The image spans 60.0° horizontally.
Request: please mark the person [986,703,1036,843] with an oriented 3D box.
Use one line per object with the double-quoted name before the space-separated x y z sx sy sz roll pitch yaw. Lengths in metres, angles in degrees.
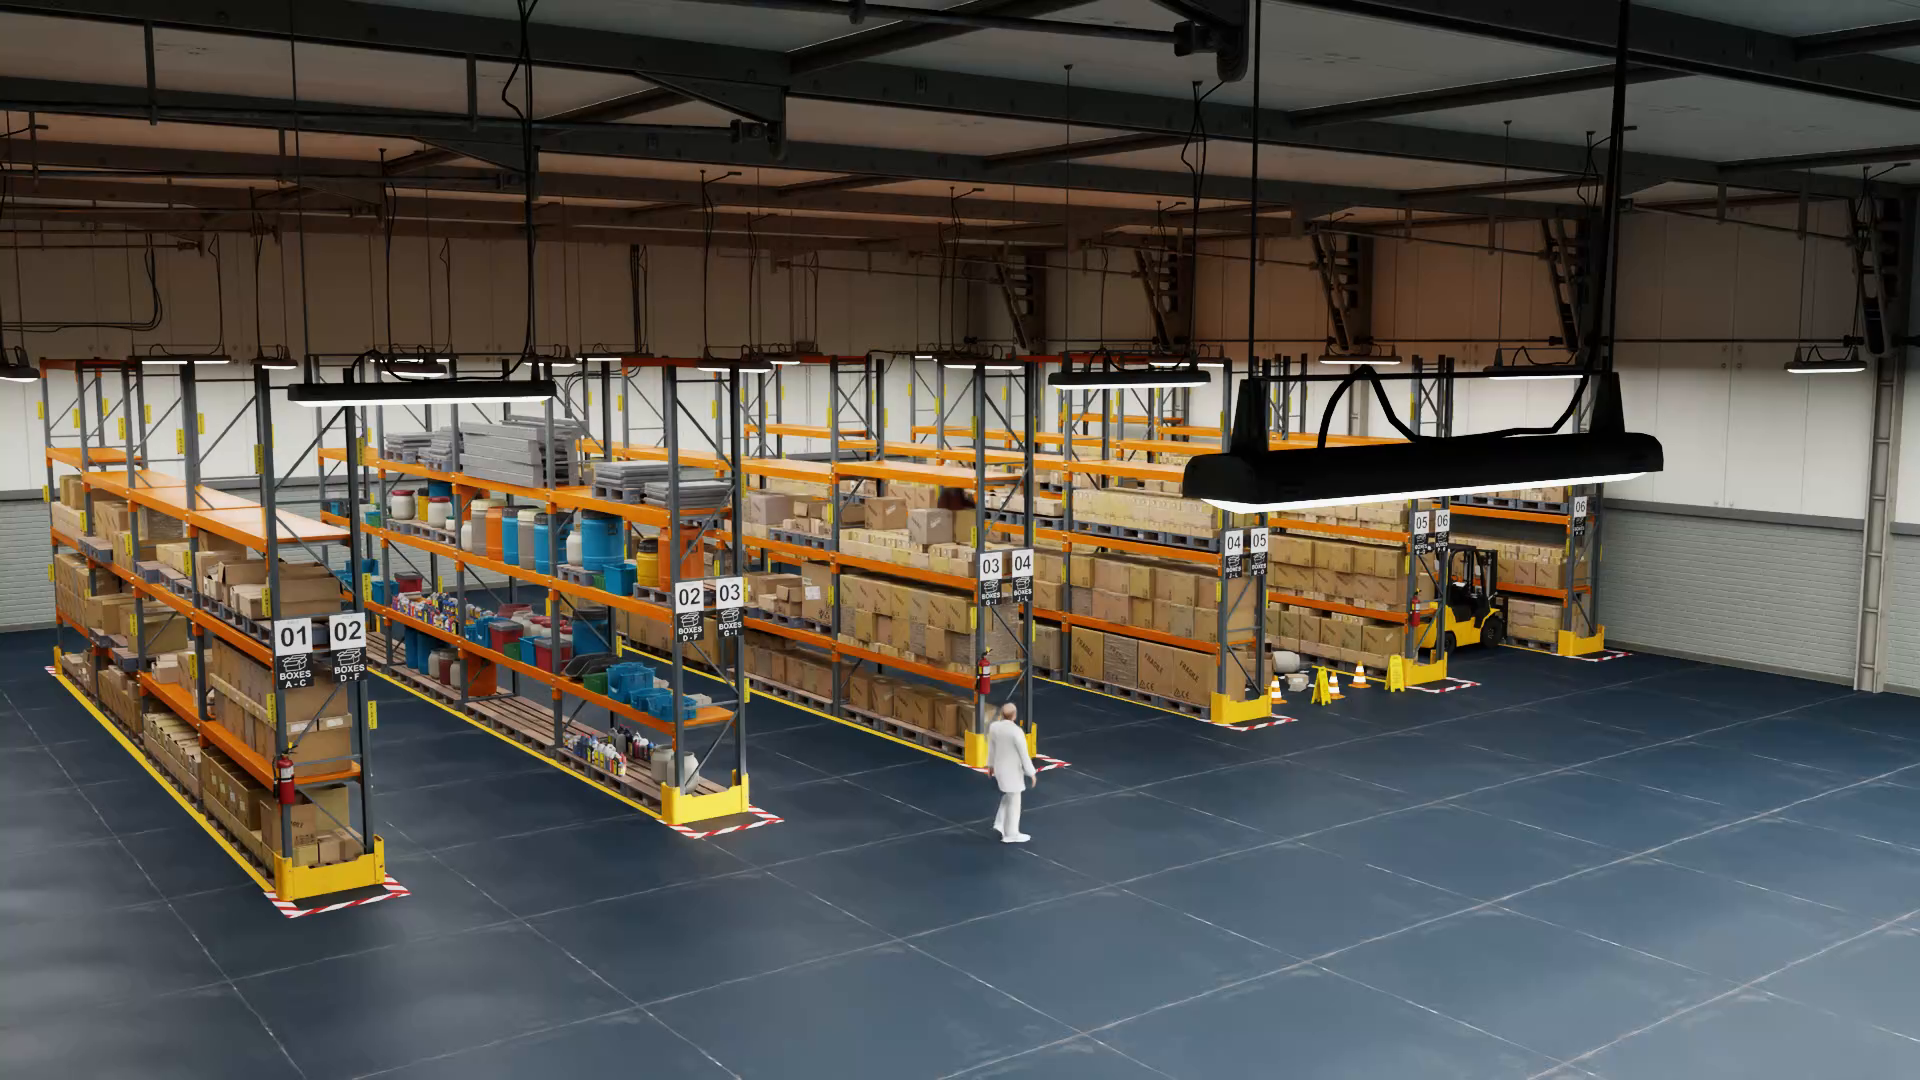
"person" 0.657 2.943 21.063 0.431 1.804 0.679 -4 8 -32
